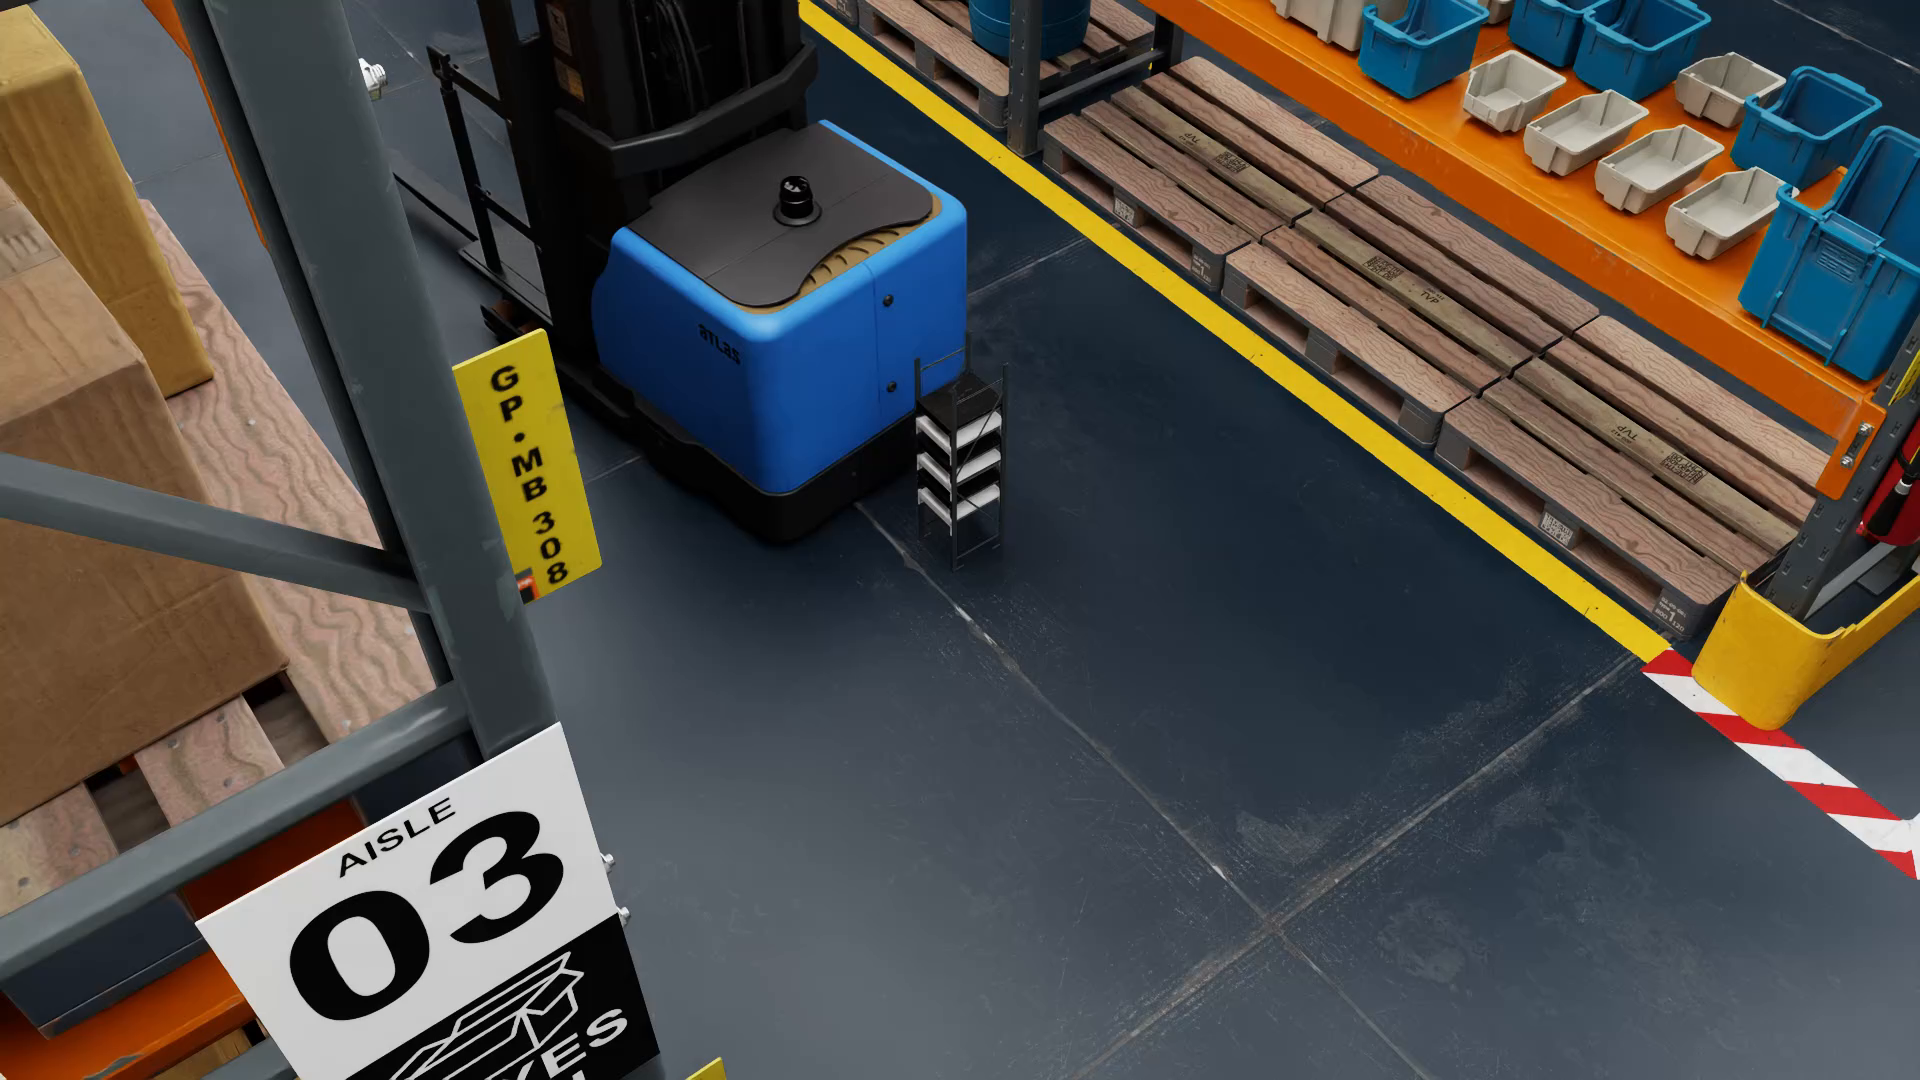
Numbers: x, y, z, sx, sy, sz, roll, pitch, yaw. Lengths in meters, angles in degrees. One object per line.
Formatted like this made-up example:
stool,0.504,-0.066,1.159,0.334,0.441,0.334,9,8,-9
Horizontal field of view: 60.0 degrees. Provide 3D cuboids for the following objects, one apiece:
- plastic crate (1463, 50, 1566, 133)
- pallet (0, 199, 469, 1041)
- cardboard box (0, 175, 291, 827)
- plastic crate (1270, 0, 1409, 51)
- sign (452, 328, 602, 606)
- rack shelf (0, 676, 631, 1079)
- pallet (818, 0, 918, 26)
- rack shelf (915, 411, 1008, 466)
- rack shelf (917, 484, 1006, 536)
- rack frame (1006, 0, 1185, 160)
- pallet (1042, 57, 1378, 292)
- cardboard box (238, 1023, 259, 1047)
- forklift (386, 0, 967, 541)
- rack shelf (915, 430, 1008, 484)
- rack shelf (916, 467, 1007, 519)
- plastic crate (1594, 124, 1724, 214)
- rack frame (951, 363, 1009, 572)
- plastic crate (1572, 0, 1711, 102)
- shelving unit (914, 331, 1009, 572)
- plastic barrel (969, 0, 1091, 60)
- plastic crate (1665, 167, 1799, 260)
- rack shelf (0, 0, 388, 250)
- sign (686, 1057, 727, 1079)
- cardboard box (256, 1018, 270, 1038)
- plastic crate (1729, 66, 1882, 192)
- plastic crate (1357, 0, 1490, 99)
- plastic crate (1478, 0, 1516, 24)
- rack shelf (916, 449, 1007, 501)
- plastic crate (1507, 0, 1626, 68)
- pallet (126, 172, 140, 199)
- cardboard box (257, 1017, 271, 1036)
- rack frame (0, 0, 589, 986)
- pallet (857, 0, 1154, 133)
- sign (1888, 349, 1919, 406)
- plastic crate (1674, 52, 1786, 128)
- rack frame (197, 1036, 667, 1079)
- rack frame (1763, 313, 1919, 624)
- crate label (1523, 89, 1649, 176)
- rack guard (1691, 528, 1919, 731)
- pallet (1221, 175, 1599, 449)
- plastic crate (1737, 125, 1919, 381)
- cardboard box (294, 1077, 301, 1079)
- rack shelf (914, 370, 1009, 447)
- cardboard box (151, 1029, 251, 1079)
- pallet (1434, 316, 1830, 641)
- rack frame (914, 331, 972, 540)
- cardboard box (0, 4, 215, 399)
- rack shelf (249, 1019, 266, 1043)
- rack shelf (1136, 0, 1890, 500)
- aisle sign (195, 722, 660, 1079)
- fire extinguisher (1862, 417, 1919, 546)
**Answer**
plastic crate,1.895,-1.538,5.757,0.298,0.136,0.250,-29,54,-24
pallet,-1.320,0.101,2.169,1.003,0.211,1.213,-29,54,-24
cardboard box,-1.220,0.014,1.770,0.700,0.500,0.500,-33,56,-26
plastic crate,1.435,-2.066,6.138,0.437,0.282,0.530,-29,54,-24
sign,-0.418,-0.061,1.613,0.100,0.325,0.005,-29,54,-24
rack shelf,-2.074,-0.433,3.079,1.077,0.370,4.000,-29,54,-24
pallet,-0.520,-3.325,9.122,1.003,0.211,1.213,-29,54,-24
rack shelf,0.005,-0.396,5.804,0.258,0.077,0.200,-29,54,-24
rack shelf,0.005,-0.154,6.070,0.258,0.077,0.200,-29,54,-24
rack frame,0.657,-3.068,7.007,1.000,3.000,0.127,-29,54,-24
pallet,1.133,-1.716,7.663,1.003,0.211,1.213,-29,54,-24
cardboard box,-1.674,0.996,3.223,0.500,0.250,0.500,-30,55,-25
forklift,-1.355,-1.968,6.056,1.130,2.935,3.031,-36,57,-28
rack shelf,0.005,-0.336,5.870,0.258,0.077,0.200,-29,54,-24
rack shelf,0.005,-0.215,6.004,0.258,0.077,0.200,-29,54,-24
plastic crate,2.277,-1.218,5.467,0.396,0.136,0.243,-29,54,-24
rack frame,0.066,-0.237,5.858,0.240,0.900,0.006,-29,54,-24
plastic crate,2.394,-1.743,5.878,0.416,0.233,0.300,-29,54,-24
shelving unit,0.005,-0.297,5.912,0.258,0.900,0.210,-29,54,-24
plastic barrel,0.341,-2.833,7.927,0.600,0.901,0.708,-29,54,-24
plastic crate,2.441,-1.041,5.307,0.396,0.136,0.243,-29,54,-24
rack shelf,-2.074,-1.306,2.116,1.077,0.370,4.000,-29,54,-24
sign,-0.418,0.949,2.727,0.100,0.325,0.005,-29,54,-24
cardboard box,-1.259,0.755,3.442,0.500,0.250,0.500,-30,54,-24
plastic crate,2.793,-1.355,5.526,0.416,0.233,0.300,-29,54,-24
plastic crate,1.631,-1.770,5.902,0.416,0.233,0.300,-29,54,-24
plastic crate,1.951,-2.108,6.274,0.293,0.136,0.466,-29,54,-24
rack shelf,0.005,-0.275,5.937,0.258,0.077,0.200,-29,54,-24
plastic crate,2.213,-1.920,6.039,0.416,0.233,0.300,-29,54,-24
pallet,-2.063,-0.618,2.821,1.003,0.211,1.213,-29,54,-24
cardboard box,-1.241,0.512,3.156,0.500,0.500,0.500,-31,55,-25
rack frame,-0.863,-0.503,0.632,1.000,3.000,0.127,-29,54,-24
pallet,0.223,-2.605,8.470,1.003,0.211,1.213,-29,54,-24
sign,2.651,-0.508,4.576,0.100,0.325,0.005,-29,54,-24
plastic crate,2.652,-1.561,5.778,0.250,0.136,0.298,-29,54,-24
rack frame,-0.863,1.512,2.855,1.000,3.000,0.127,-29,54,-24
rack frame,3.079,-0.710,4.869,1.000,3.000,0.127,-29,54,-24
crate label,2.089,-1.372,5.606,0.396,0.136,0.243,-29,54,-24
rack guard,3.104,0.138,5.787,1.175,0.500,0.348,-29,54,-24
pallet,1.876,-0.996,7.010,1.003,0.211,1.213,-29,54,-24
plastic crate,2.728,-0.856,4.937,0.616,0.435,0.499,-29,54,-24
cardboard box,-0.939,1.058,3.166,0.500,0.250,0.500,-31,55,-25
rack shelf,0.005,-0.456,5.737,0.258,0.077,0.200,-29,54,-24
cardboard box,-1.367,1.041,2.676,0.500,0.500,0.500,-29,54,-24
pallet,2.611,-0.277,6.359,1.003,0.211,1.213,-29,54,-24
rack frame,-0.057,-0.357,5.967,0.240,0.900,0.006,-29,54,-24
cardboard box,-1.465,-0.372,2.120,0.700,0.500,0.500,-31,55,-25
rack shelf,-2.074,0.574,4.190,1.077,0.370,4.000,-29,54,-24
rack shelf,1.868,-1.648,6.205,1.077,0.370,4.000,-29,54,-24
aisle sign,-0.581,0.547,1.975,0.394,0.787,0.004,-29,54,-24
fire extinguisher,2.809,-0.266,4.770,0.296,0.674,0.183,-29,54,-24
